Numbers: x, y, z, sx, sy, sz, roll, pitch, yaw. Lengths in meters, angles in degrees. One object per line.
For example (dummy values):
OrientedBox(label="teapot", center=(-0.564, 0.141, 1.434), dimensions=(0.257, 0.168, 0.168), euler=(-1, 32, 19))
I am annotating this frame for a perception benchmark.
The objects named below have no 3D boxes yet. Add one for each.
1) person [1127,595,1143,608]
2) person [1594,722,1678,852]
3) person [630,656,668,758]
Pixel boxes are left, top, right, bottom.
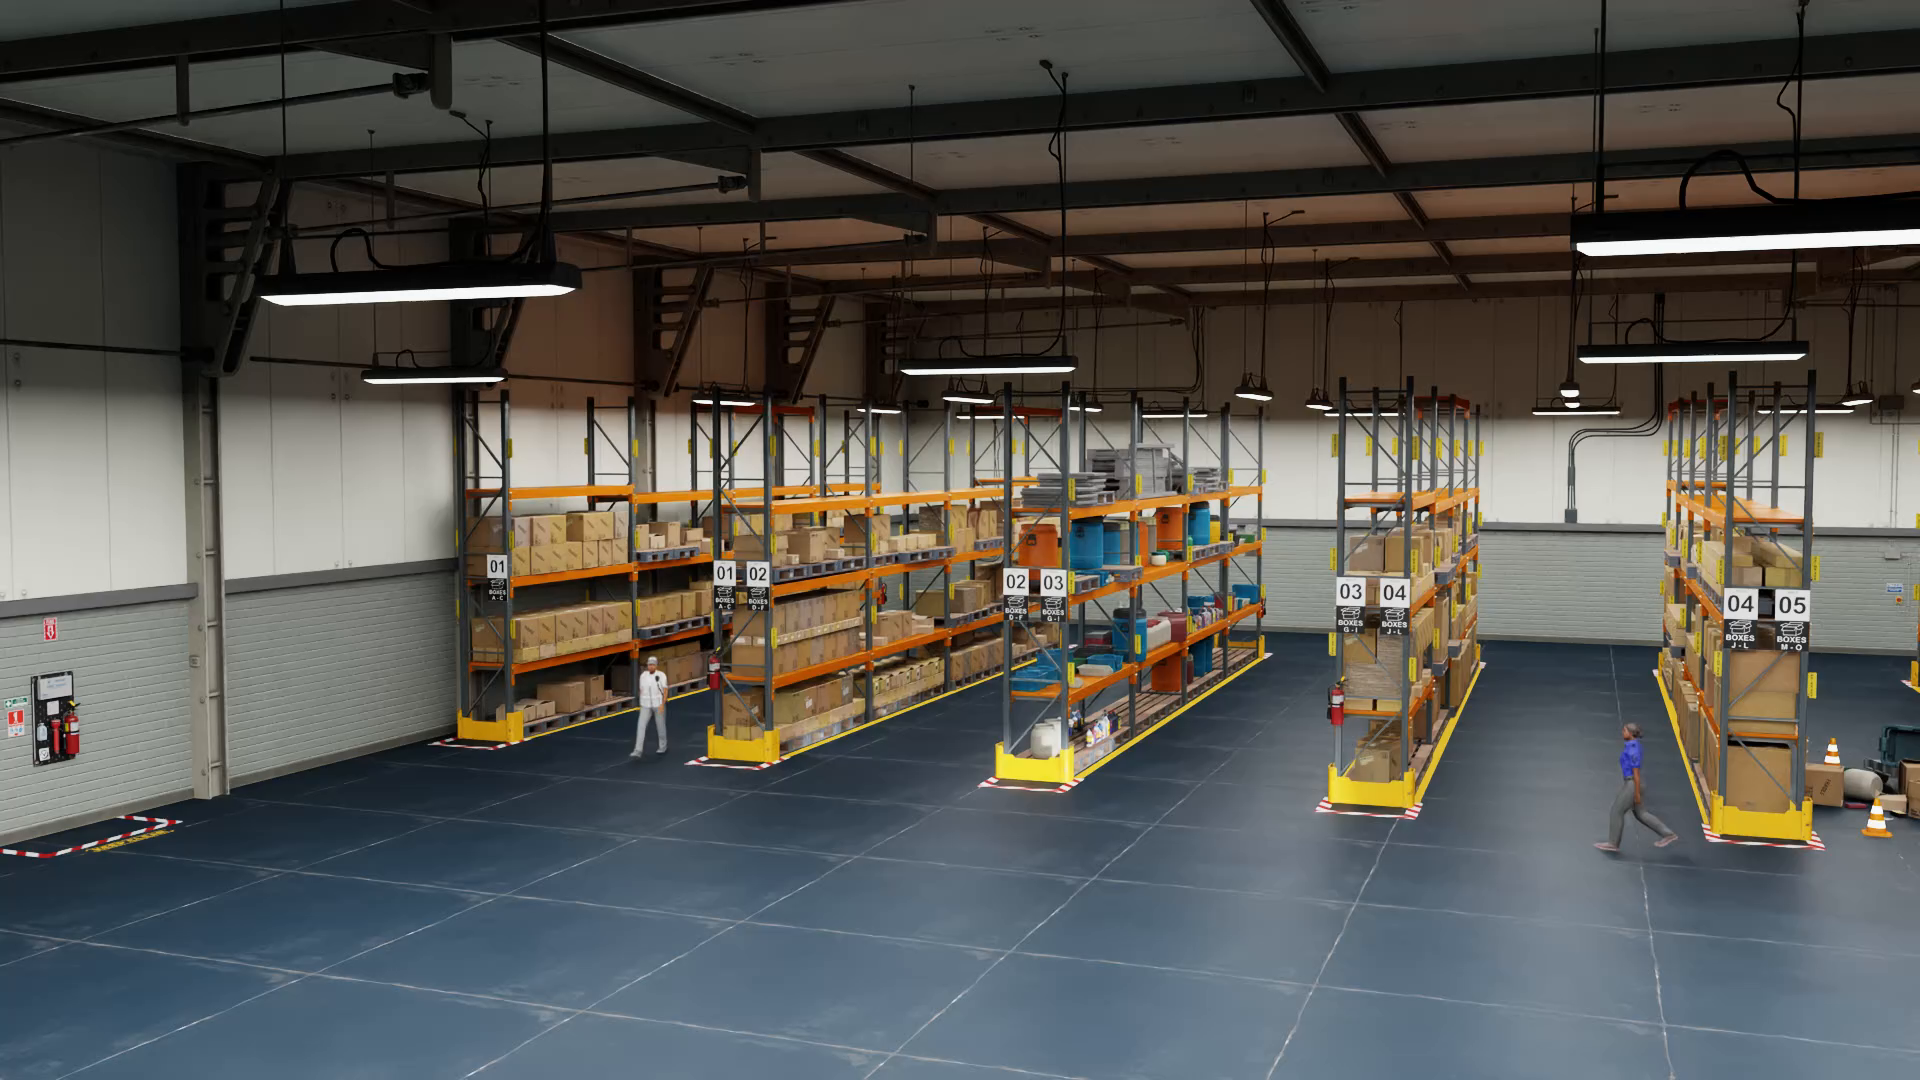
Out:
OrientedBox(label="person", center=(4.376, 1.896, 41.593), dimensions=(0.547, 1.702, 0.522), euler=(1, 3, 23))
OrientedBox(label="person", center=(8.361, 3.051, 20.533), dimensions=(0.965, 1.610, 0.448), euler=(1, 3, 21))
OrientedBox(label="person", center=(-5.012, 2.697, 26.911), dimensions=(0.563, 1.609, 1.002), euler=(0, 3, -4))
